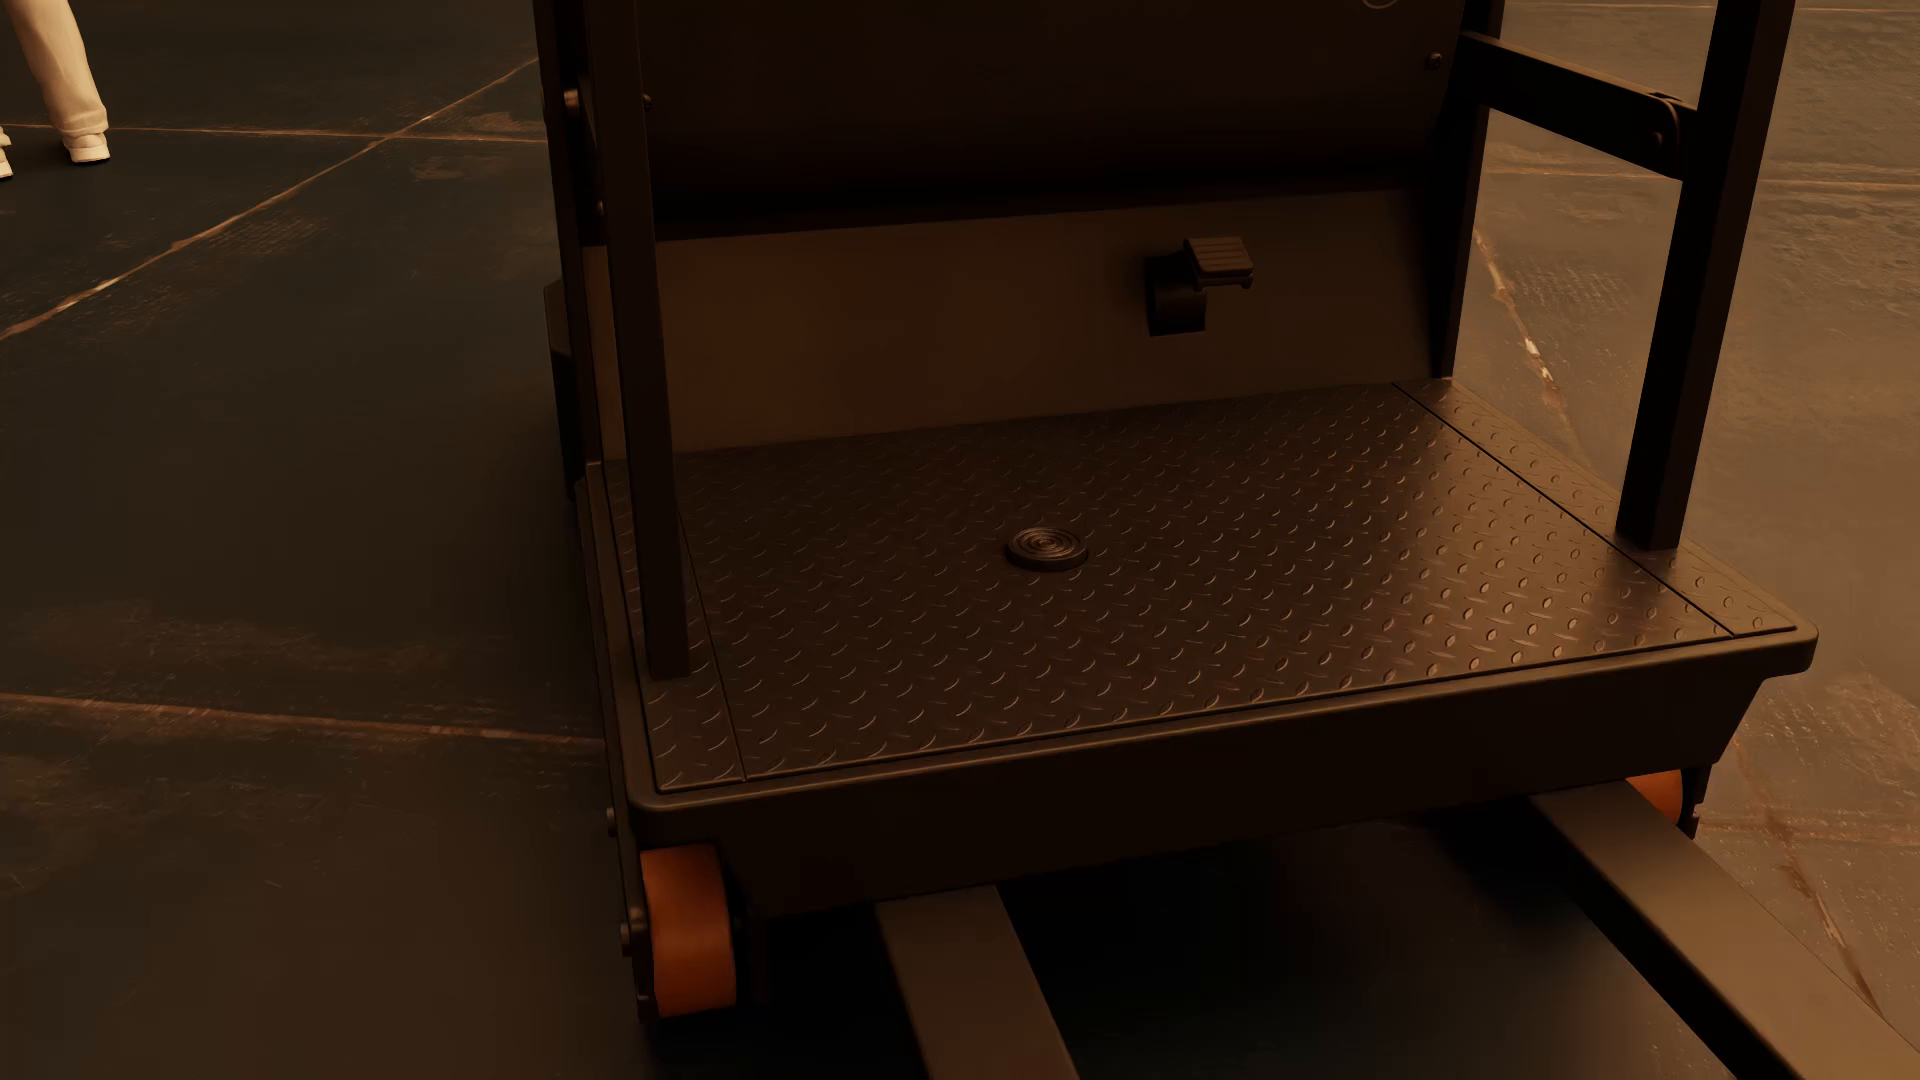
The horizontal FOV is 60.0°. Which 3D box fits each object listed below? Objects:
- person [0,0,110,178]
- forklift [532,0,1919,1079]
[{"bbox_3d":[-2.591,-1.813,4.149,0.436,1.772,0.647,20,33,35],"label":"person"},{"bbox_3d":[0.153,-1.049,1.319,1.130,2.935,3.031,-7,27,-13],"label":"forklift"}]
